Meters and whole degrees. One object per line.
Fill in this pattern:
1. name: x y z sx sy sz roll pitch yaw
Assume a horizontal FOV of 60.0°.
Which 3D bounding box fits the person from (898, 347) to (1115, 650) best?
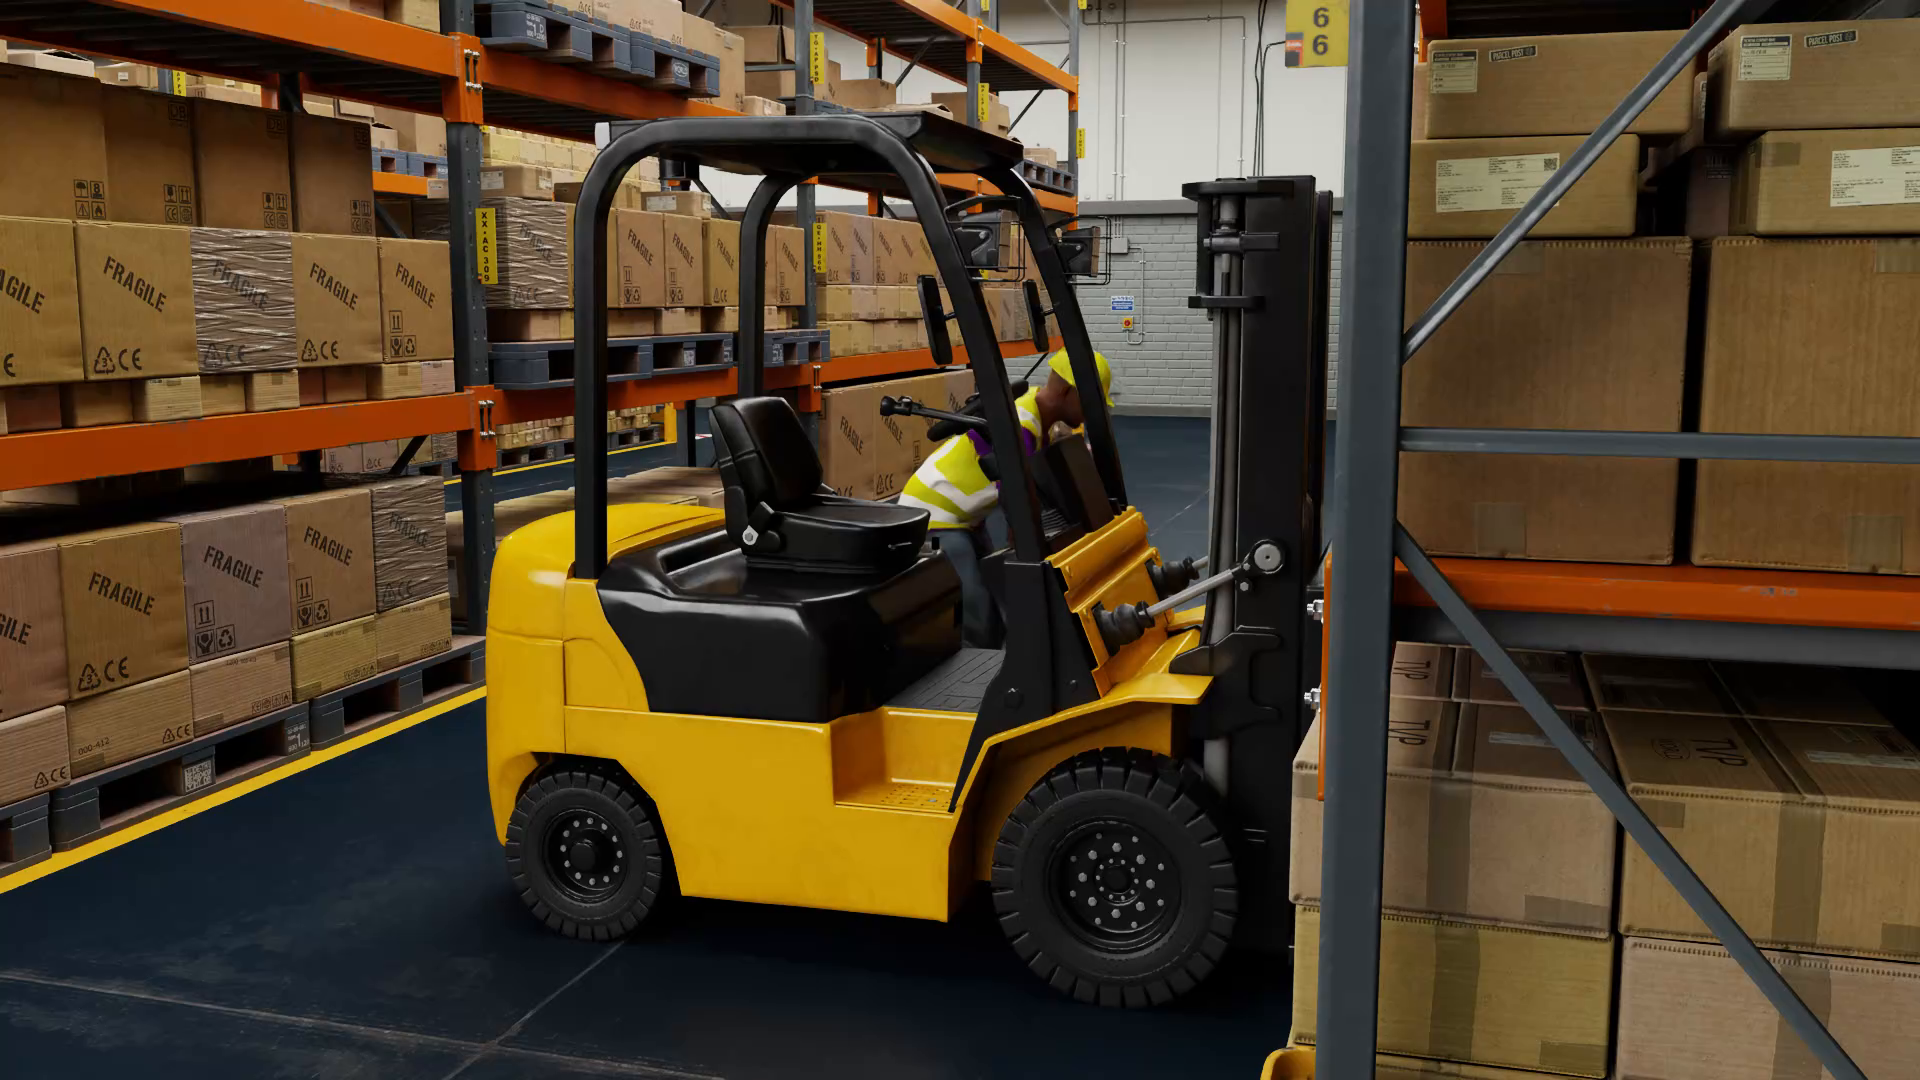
1. person: 0.174 0.039 6.241 0.800 1.545 0.487 2 9 15
